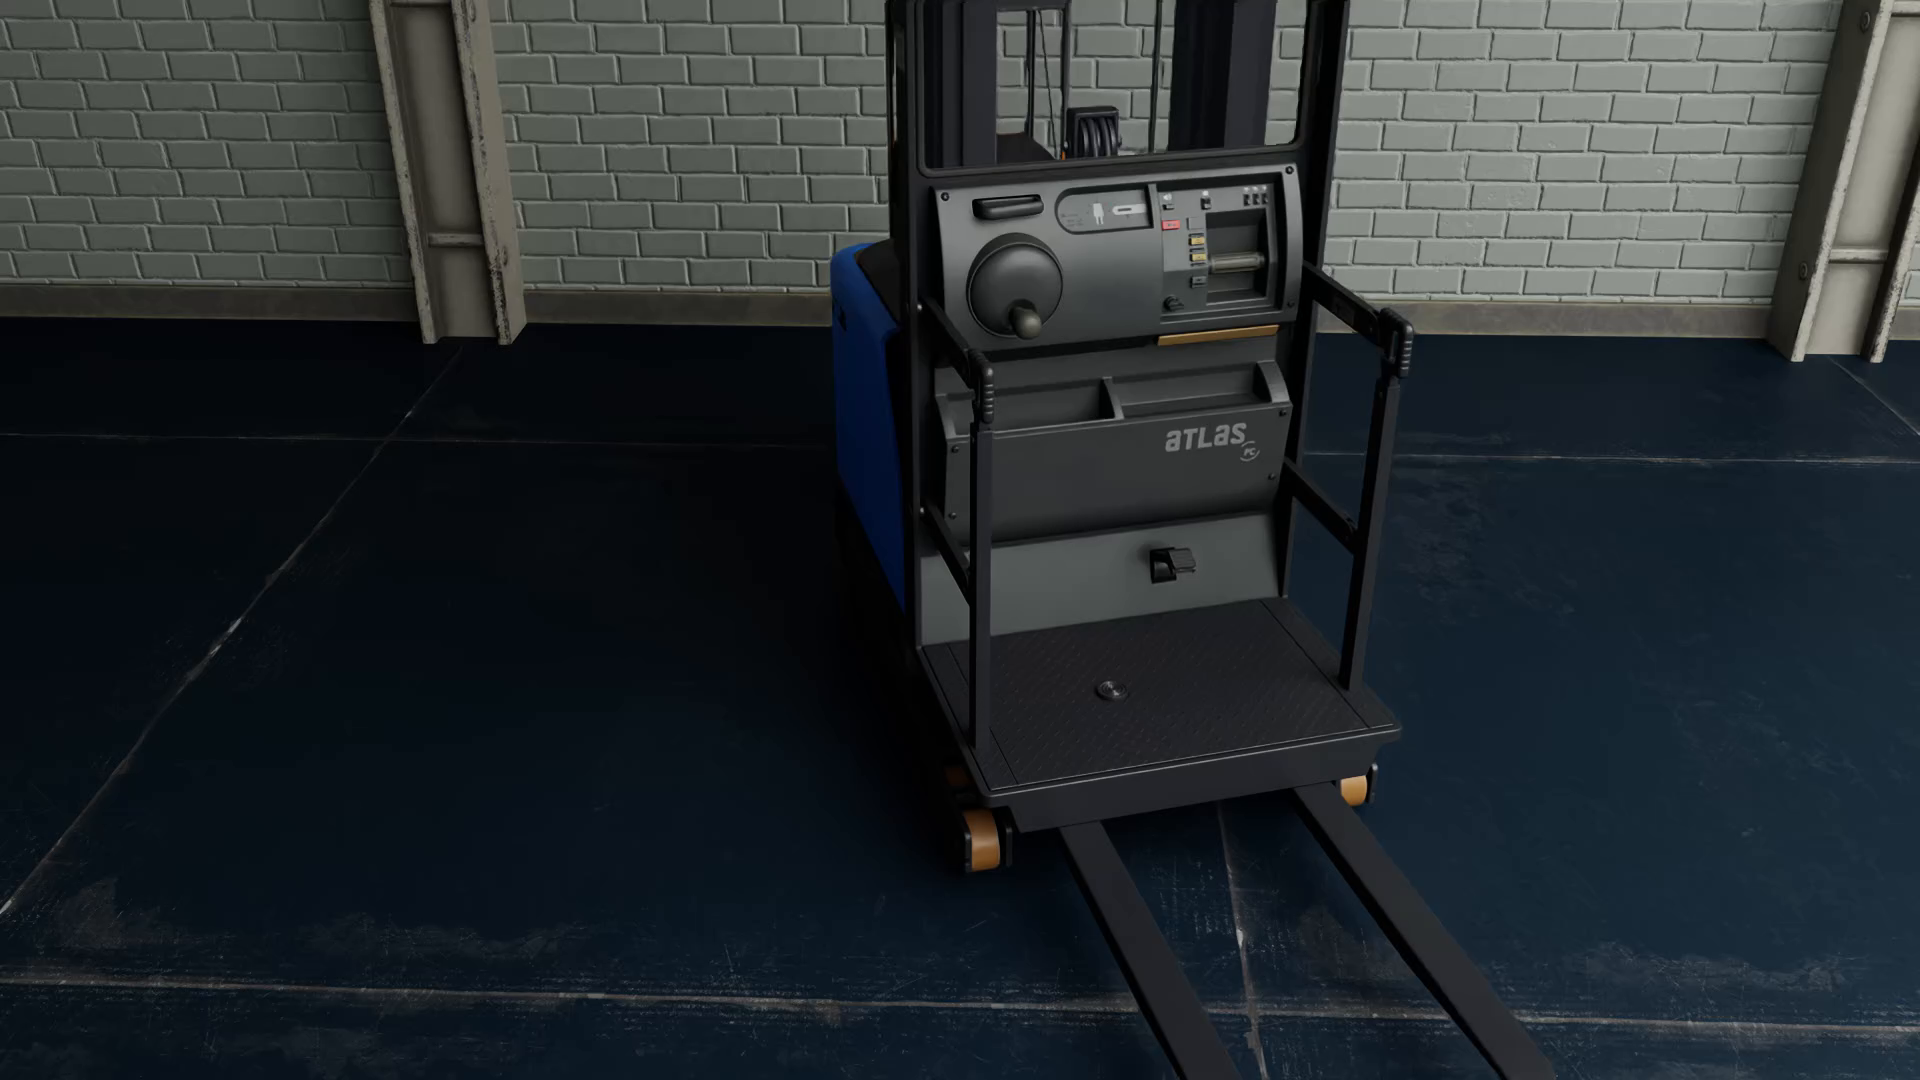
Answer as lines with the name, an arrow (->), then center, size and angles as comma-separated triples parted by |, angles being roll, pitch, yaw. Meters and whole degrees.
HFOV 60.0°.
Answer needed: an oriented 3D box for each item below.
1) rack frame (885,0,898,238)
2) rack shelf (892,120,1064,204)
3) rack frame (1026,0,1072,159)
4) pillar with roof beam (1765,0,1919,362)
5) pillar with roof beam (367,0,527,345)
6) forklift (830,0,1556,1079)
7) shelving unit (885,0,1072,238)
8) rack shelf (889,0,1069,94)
rack frame -> -0.185, -1.069, 5.525 | 0.015, 2.100, 0.400 | -7, 29, -13
rack shelf -> 0.050, -1.087, 5.588 | 0.480, 0.518, 0.431 | -7, 29, -13
rack frame -> 0.286, -1.128, 5.637 | 0.015, 2.100, 0.400 | -7, 29, -13
pillar with roof beam -> 3.654, -2.806, 1.435 | 0.400, 9.000, 9.100 | 1, 28, 2
pillar with roof beam -> -2.343, -2.905, 1.623 | 0.400, 9.000, 9.100 | 1, 28, 2
forklift -> 0.454, -0.663, 3.871 | 1.130, 2.935, 3.031 | -7, 29, -13
shelving unit -> 0.050, -1.099, 5.581 | 0.503, 2.100, 0.431 | -7, 29, -13
rack shelf -> 0.050, -1.705, 5.260 | 0.480, 0.518, 0.431 | -7, 29, -13
